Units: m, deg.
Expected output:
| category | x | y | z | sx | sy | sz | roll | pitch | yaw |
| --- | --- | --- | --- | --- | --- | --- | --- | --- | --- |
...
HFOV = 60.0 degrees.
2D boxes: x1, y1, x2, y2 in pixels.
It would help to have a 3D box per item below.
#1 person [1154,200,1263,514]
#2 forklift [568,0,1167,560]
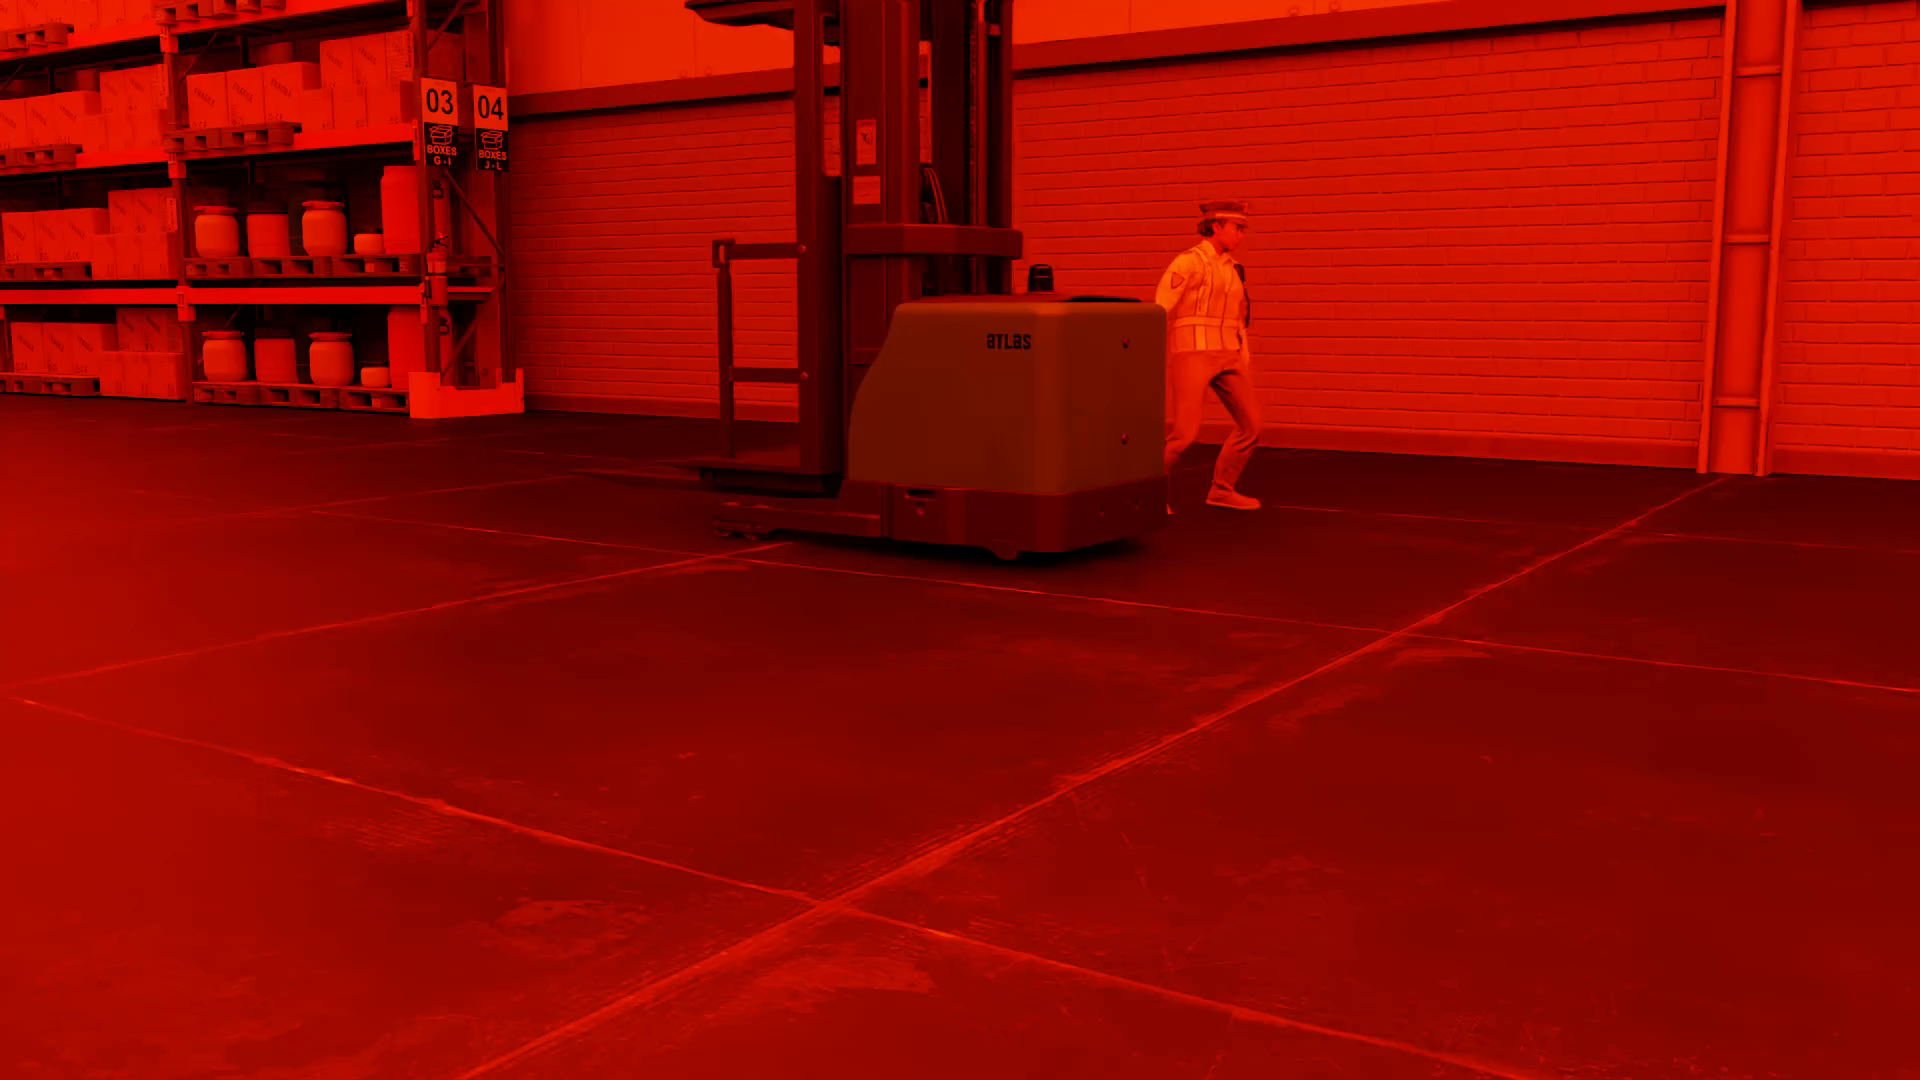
| category | x | y | z | sx | sy | sz | roll | pitch | yaw |
| --- | --- | --- | --- | --- | --- | --- | --- | --- | --- |
| person | 1.192 | -0.922 | 8.557 | 0.796 | 1.626 | 0.463 | -5 | 10 | -32 |
| forklift | -0.572 | -1.503 | 7.762 | 3.031 | 2.935 | 1.130 | 6 | 10 | 34 |
